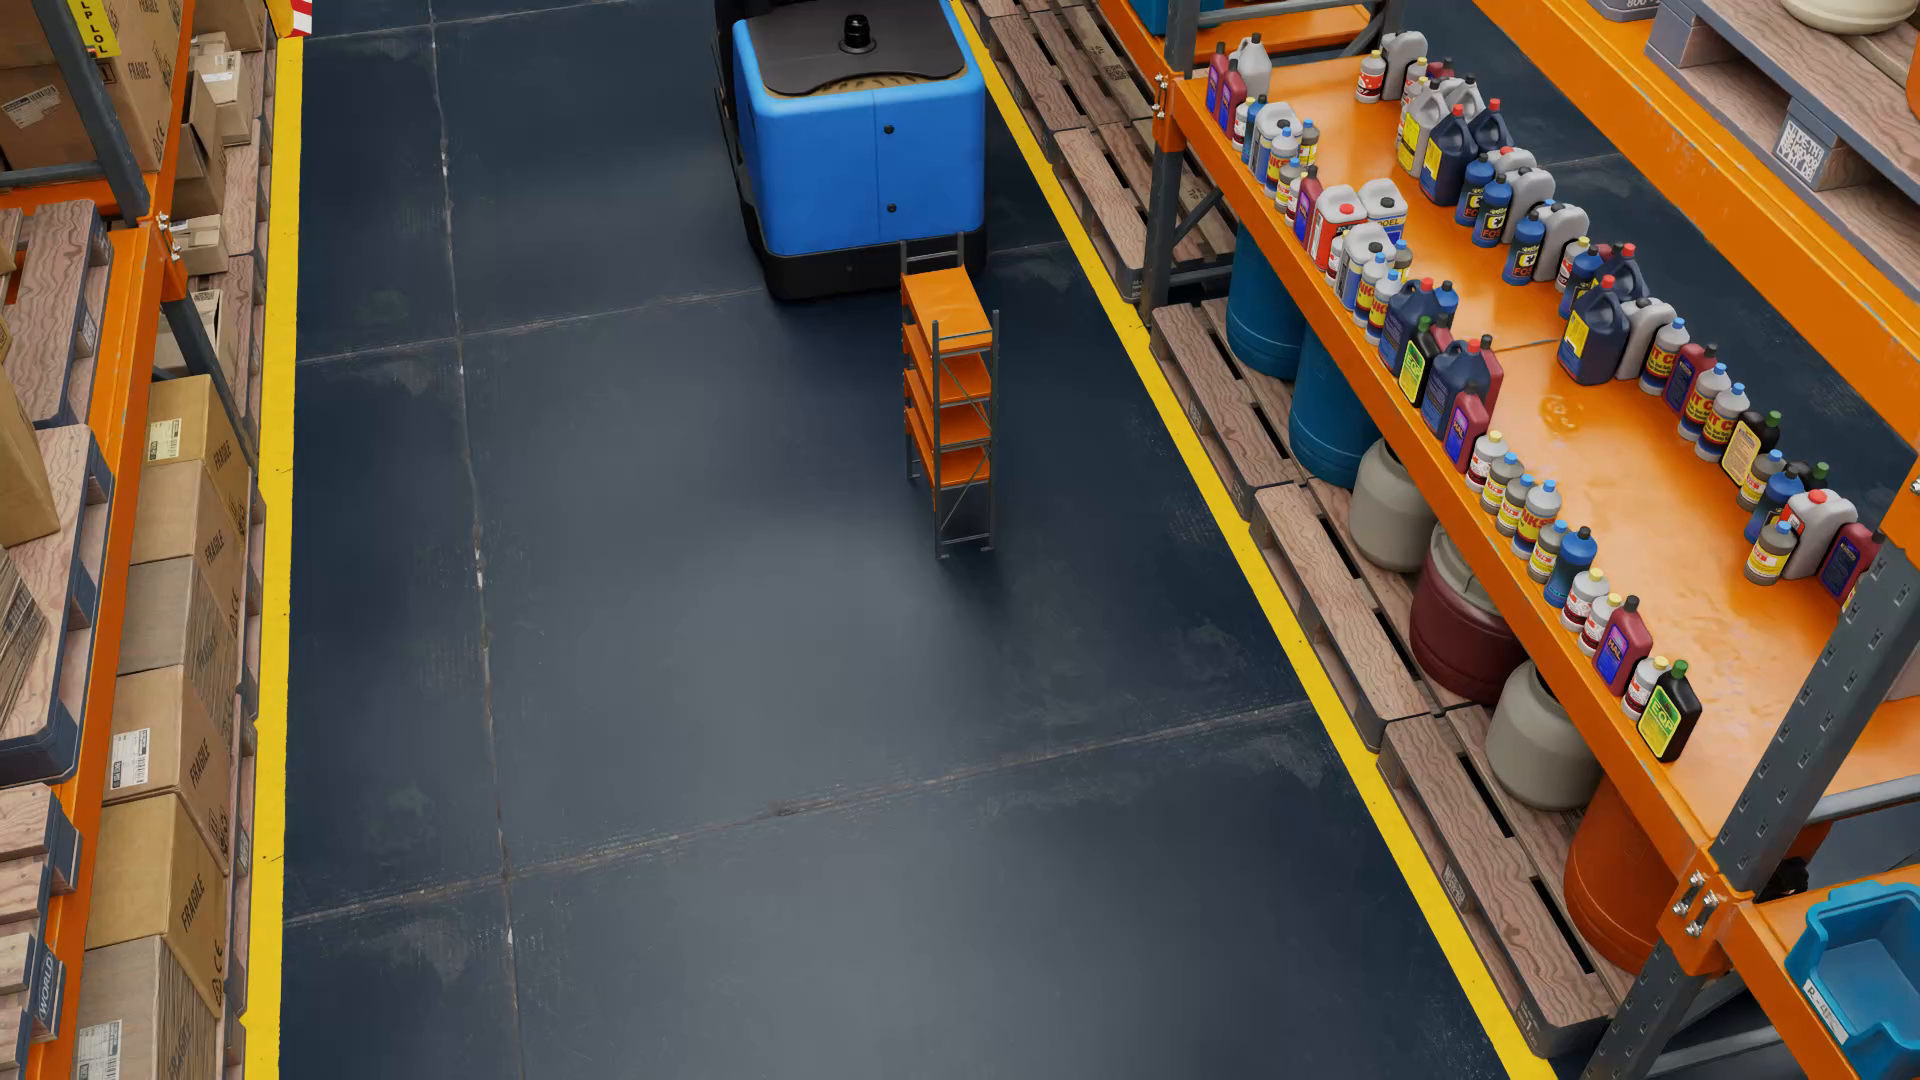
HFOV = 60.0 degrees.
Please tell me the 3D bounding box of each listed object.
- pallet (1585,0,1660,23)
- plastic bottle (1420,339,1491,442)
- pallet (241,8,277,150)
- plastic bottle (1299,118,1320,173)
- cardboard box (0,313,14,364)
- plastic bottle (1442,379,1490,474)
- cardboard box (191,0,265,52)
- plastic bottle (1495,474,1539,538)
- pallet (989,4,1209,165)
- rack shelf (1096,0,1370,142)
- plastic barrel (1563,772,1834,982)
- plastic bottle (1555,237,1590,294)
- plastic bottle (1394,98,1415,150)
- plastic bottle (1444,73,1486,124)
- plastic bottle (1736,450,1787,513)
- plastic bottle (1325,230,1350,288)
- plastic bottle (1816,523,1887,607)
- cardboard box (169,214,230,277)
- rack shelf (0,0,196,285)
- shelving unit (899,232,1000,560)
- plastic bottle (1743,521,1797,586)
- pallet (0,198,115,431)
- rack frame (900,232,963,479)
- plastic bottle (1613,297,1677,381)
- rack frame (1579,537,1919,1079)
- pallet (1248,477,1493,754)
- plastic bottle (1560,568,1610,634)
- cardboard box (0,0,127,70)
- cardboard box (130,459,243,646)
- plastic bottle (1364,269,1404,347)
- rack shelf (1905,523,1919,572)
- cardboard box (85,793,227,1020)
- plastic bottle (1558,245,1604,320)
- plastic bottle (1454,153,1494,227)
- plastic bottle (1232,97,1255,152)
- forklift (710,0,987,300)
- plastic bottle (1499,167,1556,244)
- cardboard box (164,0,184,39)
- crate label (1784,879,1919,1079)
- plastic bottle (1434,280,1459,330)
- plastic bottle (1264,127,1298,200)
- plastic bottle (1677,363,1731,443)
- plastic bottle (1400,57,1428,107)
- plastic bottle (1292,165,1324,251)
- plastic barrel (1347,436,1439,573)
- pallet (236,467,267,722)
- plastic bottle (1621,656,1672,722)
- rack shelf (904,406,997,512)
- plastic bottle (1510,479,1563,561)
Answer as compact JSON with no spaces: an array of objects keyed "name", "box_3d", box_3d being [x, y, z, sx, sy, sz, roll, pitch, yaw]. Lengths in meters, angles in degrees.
[{"name":"pallet","box_3d":[1.923,-1.839,4.484,1.003,0.211,1.213,-11,47,-10]},{"name":"plastic bottle","box_3d":[1.550,-0.490,5.165,0.144,0.351,0.185,-11,47,-10]},{"name":"pallet","box_3d":[-4.254,-2.441,8.995,1.003,0.211,1.213,-11,47,-10]},{"name":"plastic bottle","box_3d":[1.294,-1.486,6.245,0.097,0.201,0.097,0,46,0]},{"name":"cardboard box","box_3d":[-3.312,-0.609,4.883,0.700,0.500,0.500,-4,46,-4]},{"name":"plastic bottle","box_3d":[1.550,-0.349,5.074,0.061,0.283,0.133,-11,47,-10]},{"name":"cardboard box","box_3d":[-4.101,-2.969,9.001,0.500,0.500,0.500,-11,47,-10]},{"name":"plastic bottle","box_3d":[1.647,-0.110,4.896,0.097,0.201,0.097,0,46,0]},{"name":"pallet","box_3d":[0.793,-2.530,9.081,1.003,0.211,1.213,-11,47,-10]},{"name":"rack shelf","box_3d":[0.823,-3.290,8.378,1.077,0.370,4.000,-11,47,-10]},{"name":"plastic barrel","box_3d":[2.217,0.878,5.015,0.600,0.830,0.708,-11,47,-10]},{"name":"plastic bottle","box_3d":[2.120,-0.950,5.720,0.097,0.201,0.097,0,46,0]},{"name":"plastic bottle","box_3d":[1.726,-1.591,6.348,0.097,0.201,0.097,0,46,0]},{"name":"plastic bottle","box_3d":[1.886,-1.569,6.222,0.144,0.351,0.185,-11,47,-10]},{"name":"plastic bottle","box_3d":[2.404,-0.185,4.970,0.097,0.201,0.097,0,46,0]},{"name":"plastic bottle","box_3d":[1.325,-0.978,5.748,0.097,0.201,0.097,0,46,0]},{"name":"plastic bottle","box_3d":[2.520,0.048,4.684,0.061,0.283,0.133,-11,47,-10]},{"name":"cardboard box","box_3d":[-3.584,-1.345,7.644,0.380,0.166,0.250,-11,47,-10]},{"name":"rack shelf","box_3d":[-3.967,-2.387,7.493,1.077,0.370,4.000,-11,47,-10]},{"name":"shelving unit","box_3d":[-0.042,-0.534,6.433,0.258,1.200,0.503,-11,47,-10]},{"name":"plastic bottle","box_3d":[2.326,0.028,4.761,0.097,0.201,0.097,0,46,0]},{"name":"pallet","box_3d":[-3.356,-0.619,5.391,1.003,0.211,1.213,-11,47,-10]},{"name":"rack frame","box_3d":[-0.105,-0.703,6.599,0.240,1.200,0.015,-11,47,-10]},{"name":"plastic bottle","box_3d":[2.205,-0.672,5.395,0.152,0.276,0.135,-11,47,-10]},{"name":"rack frame","box_3d":[2.359,0.600,4.061,1.000,3.000,0.127,-11,47,-10]},{"name":"pallet","box_3d":[1.808,0.199,6.407,1.003,0.211,1.213,-11,47,-10]},{"name":"plastic bottle","box_3d":[1.747,0.159,4.633,0.097,0.201,0.097,0,46,0]},{"name":"cardboard box","box_3d":[-3.303,-2.020,5.859,0.500,0.500,0.500,-10,46,-9]},{"name":"cardboard box","box_3d":[-2.933,0.094,6.000,0.500,0.500,0.500,-11,47,-10]},{"name":"plastic bottle","box_3d":[1.409,-0.775,5.500,0.097,0.271,0.097,0,46,0]},{"name":"rack shelf","box_3d":[2.871,1.183,1.894,1.077,0.370,4.000,-11,47,-10]},{"name":"cardboard box","box_3d":[-2.534,1.150,4.965,0.500,0.500,0.500,-11,47,-11]},{"name":"plastic bottle","box_3d":[2.096,-0.872,5.594,0.097,0.271,0.097,0,46,0]},{"name":"plastic bottle","box_3d":[1.855,-1.267,5.982,0.097,0.271,0.097,0,46,0]},{"name":"plastic bottle","box_3d":[1.097,-1.592,6.349,0.097,0.201,0.097,0,46,0]},{"name":"forklift","box_3d":[-0.700,-3.217,7.851,1.130,2.935,3.031,-9,46,-9]},{"name":"plastic bottle","box_3d":[2.005,-1.212,5.924,0.152,0.276,0.135,-11,47,-10]},{"name":"cardboard box","box_3d":[-3.582,-2.394,6.926,0.500,0.500,0.500,-11,47,-11]},{"name":"crate label","box_3d":[2.104,1.018,3.769,0.303,0.233,0.416,-11,47,-10]},{"name":"plastic bottle","box_3d":[1.574,-0.735,5.460,0.097,0.271,0.097,0,46,0]},{"name":"plastic bottle","box_3d":[1.182,-1.389,6.101,0.097,0.271,0.097,0,46,0]},{"name":"plastic bottle","box_3d":[2.320,-0.436,5.167,0.097,0.271,0.097,0,46,0]},{"name":"plastic bottle","box_3d":[1.804,-1.804,6.557,0.097,0.201,0.097,0,46,0]},{"name":"plastic bottle","box_3d":[1.243,-1.176,5.884,0.061,0.283,0.133,-11,47,-10]},{"name":"plastic barrel","box_3d":[1.697,-0.164,6.258,0.421,0.512,0.421,0,46,0]},{"name":"pallet","box_3d":[-3.210,0.273,6.335,1.003,0.211,1.213,-11,47,-10]},{"name":"plastic bottle","box_3d":[1.831,0.386,4.411,0.097,0.201,0.097,0,46,0]},{"name":"rack shelf","box_3d":[-0.042,-0.348,6.623,0.258,0.148,0.480,-11,47,-10]},{"name":"plastic bottle","box_3d":[1.672,-0.067,4.806,0.097,0.271,0.097,0,46,0]}]
